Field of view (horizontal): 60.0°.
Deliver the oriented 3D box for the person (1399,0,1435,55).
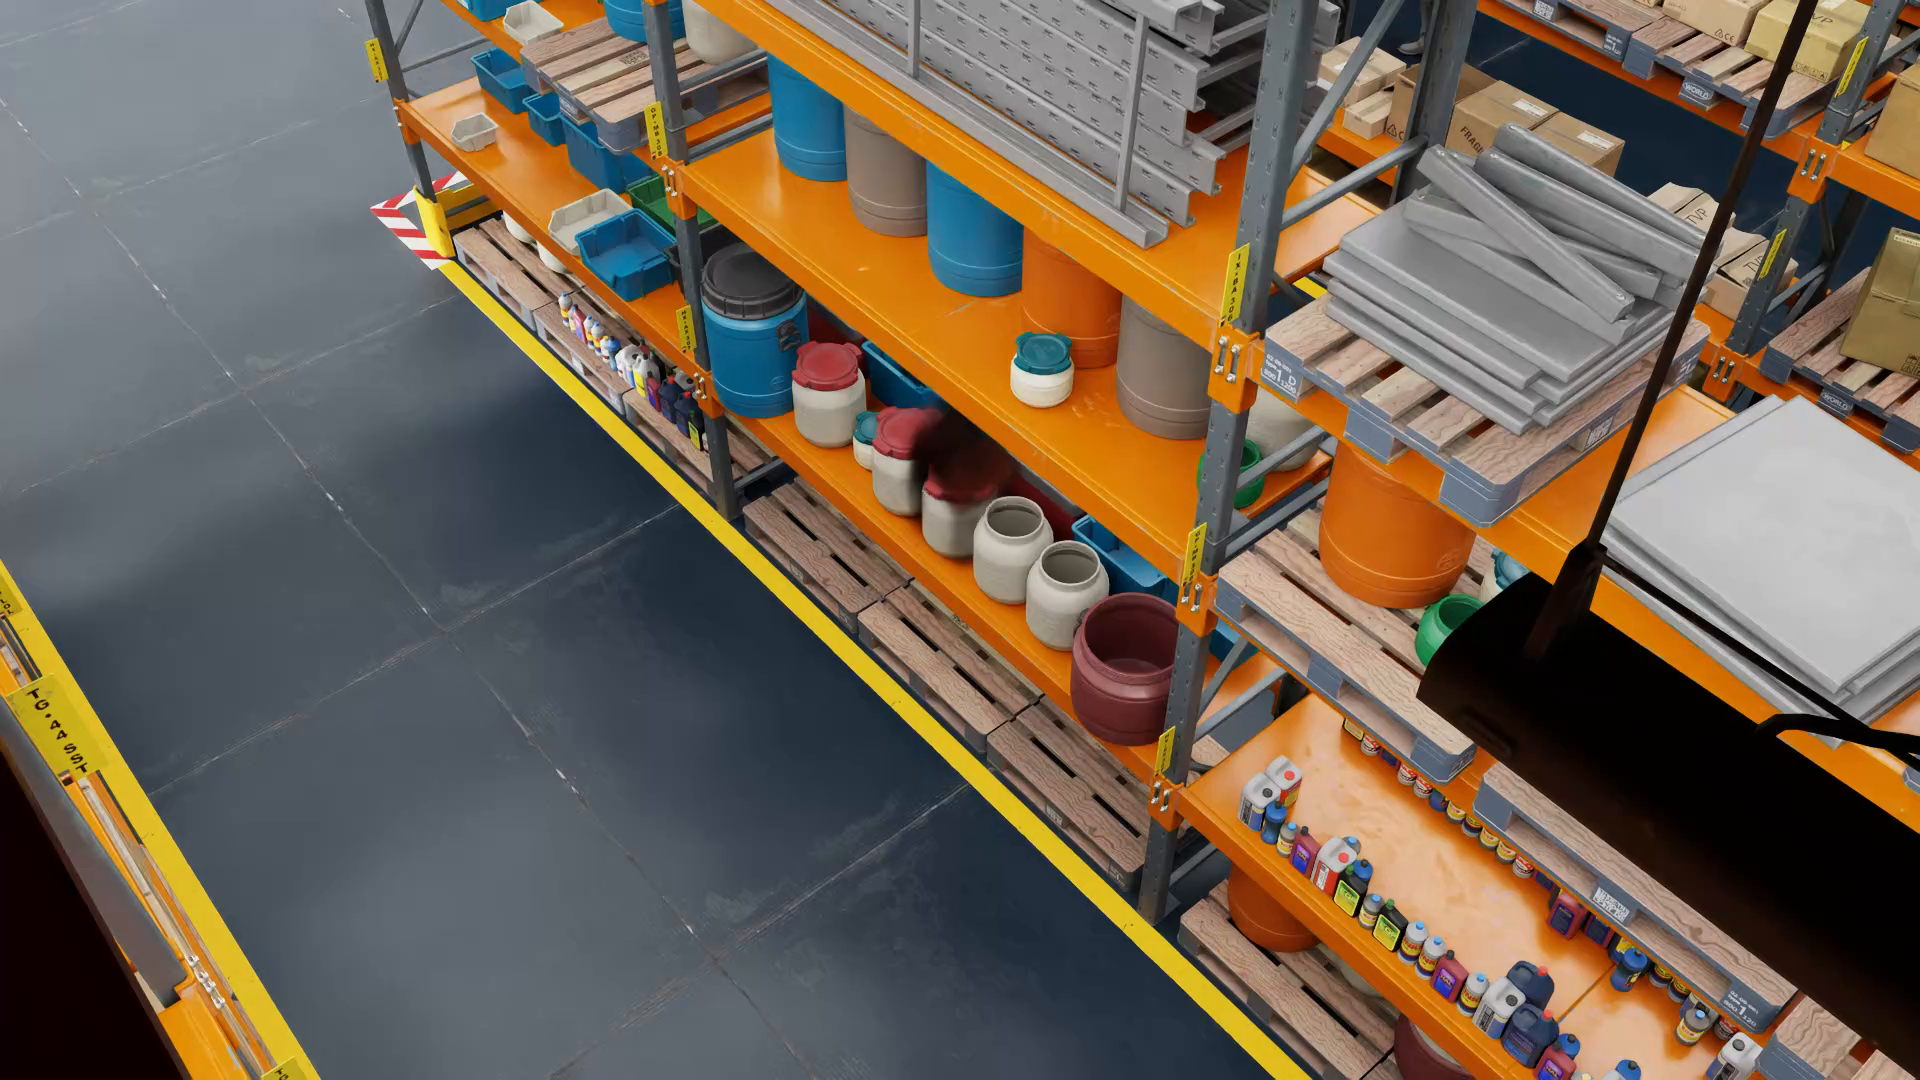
[{"bbox_3d":[4.193,-4.867,14.440,0.499,1.809,0.699,-21,50,-19],"label":"person"}]
